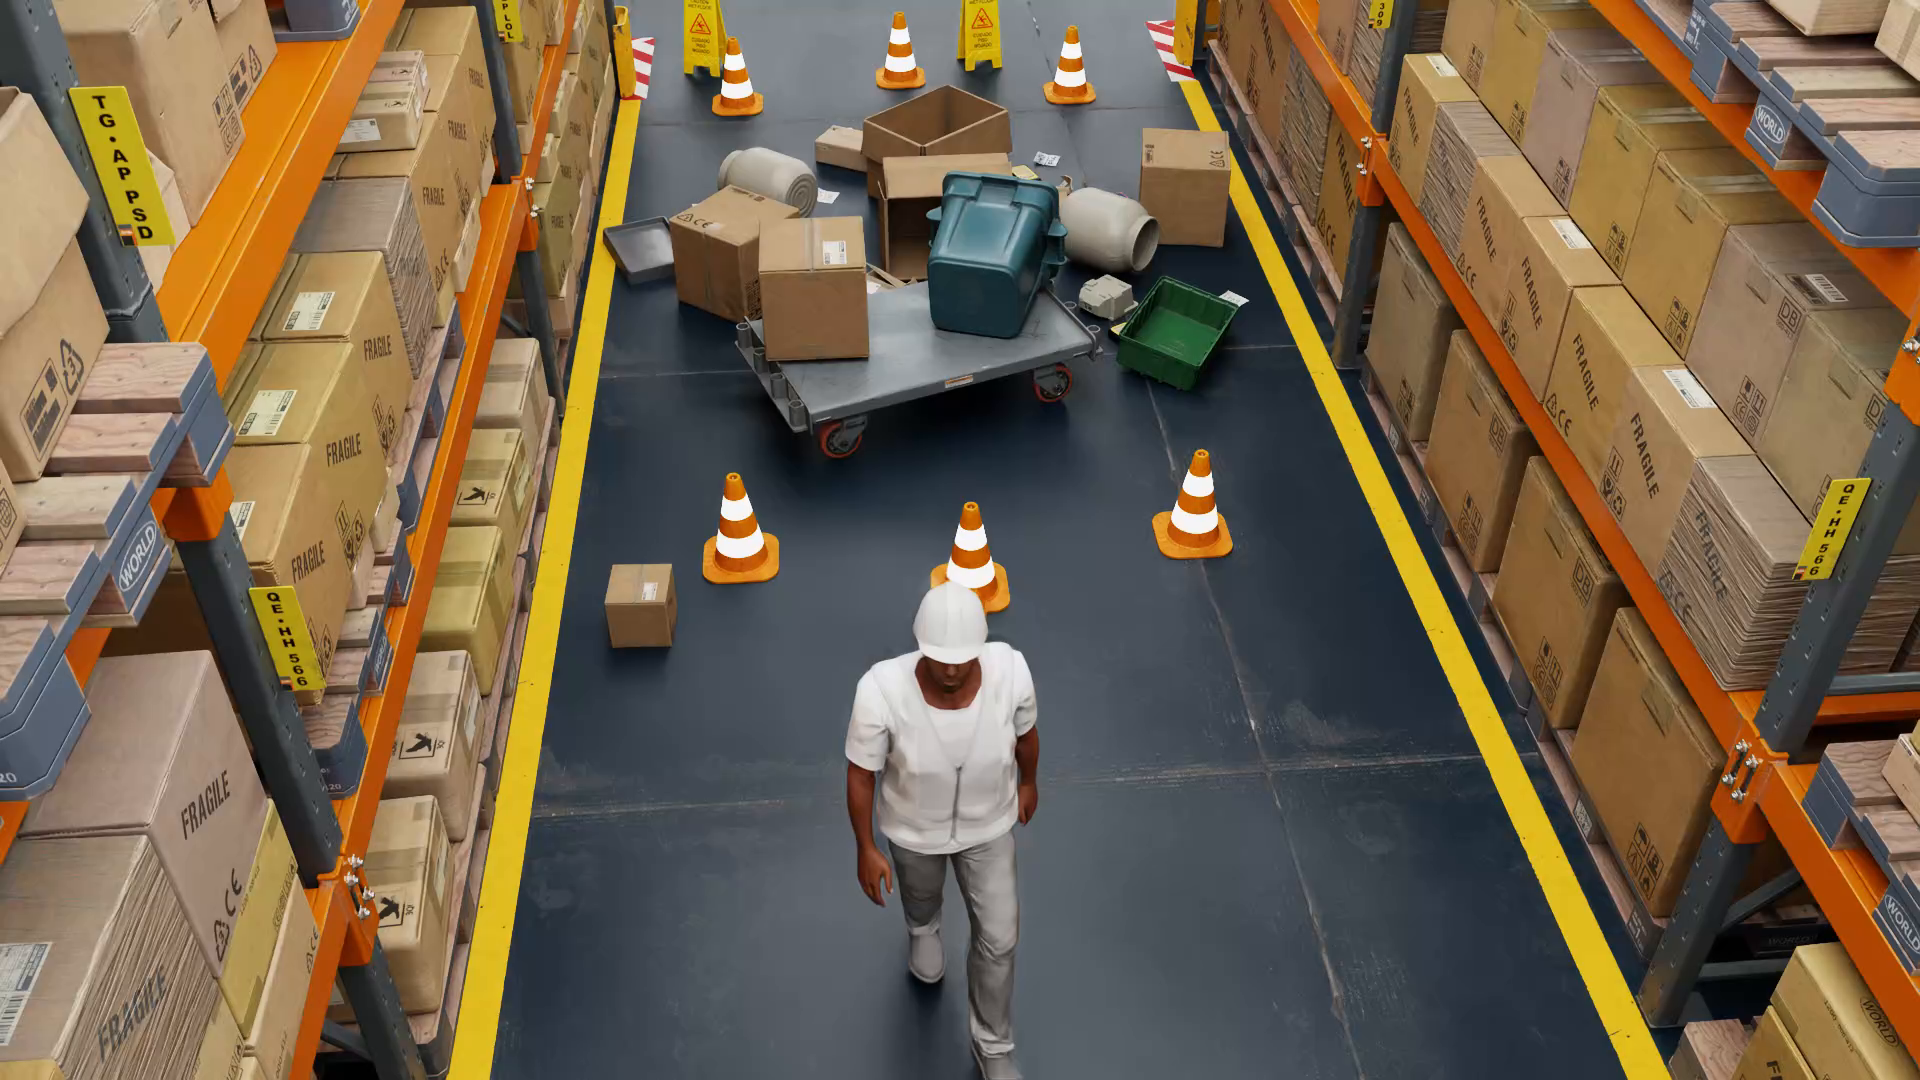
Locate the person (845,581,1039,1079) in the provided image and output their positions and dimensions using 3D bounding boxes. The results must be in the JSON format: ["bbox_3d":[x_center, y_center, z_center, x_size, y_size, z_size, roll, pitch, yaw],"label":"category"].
[{"bbox_3d":[-0.028,0.903,5.010,0.606,1.773,0.826,-5,39,-6],"label":"person"}]
